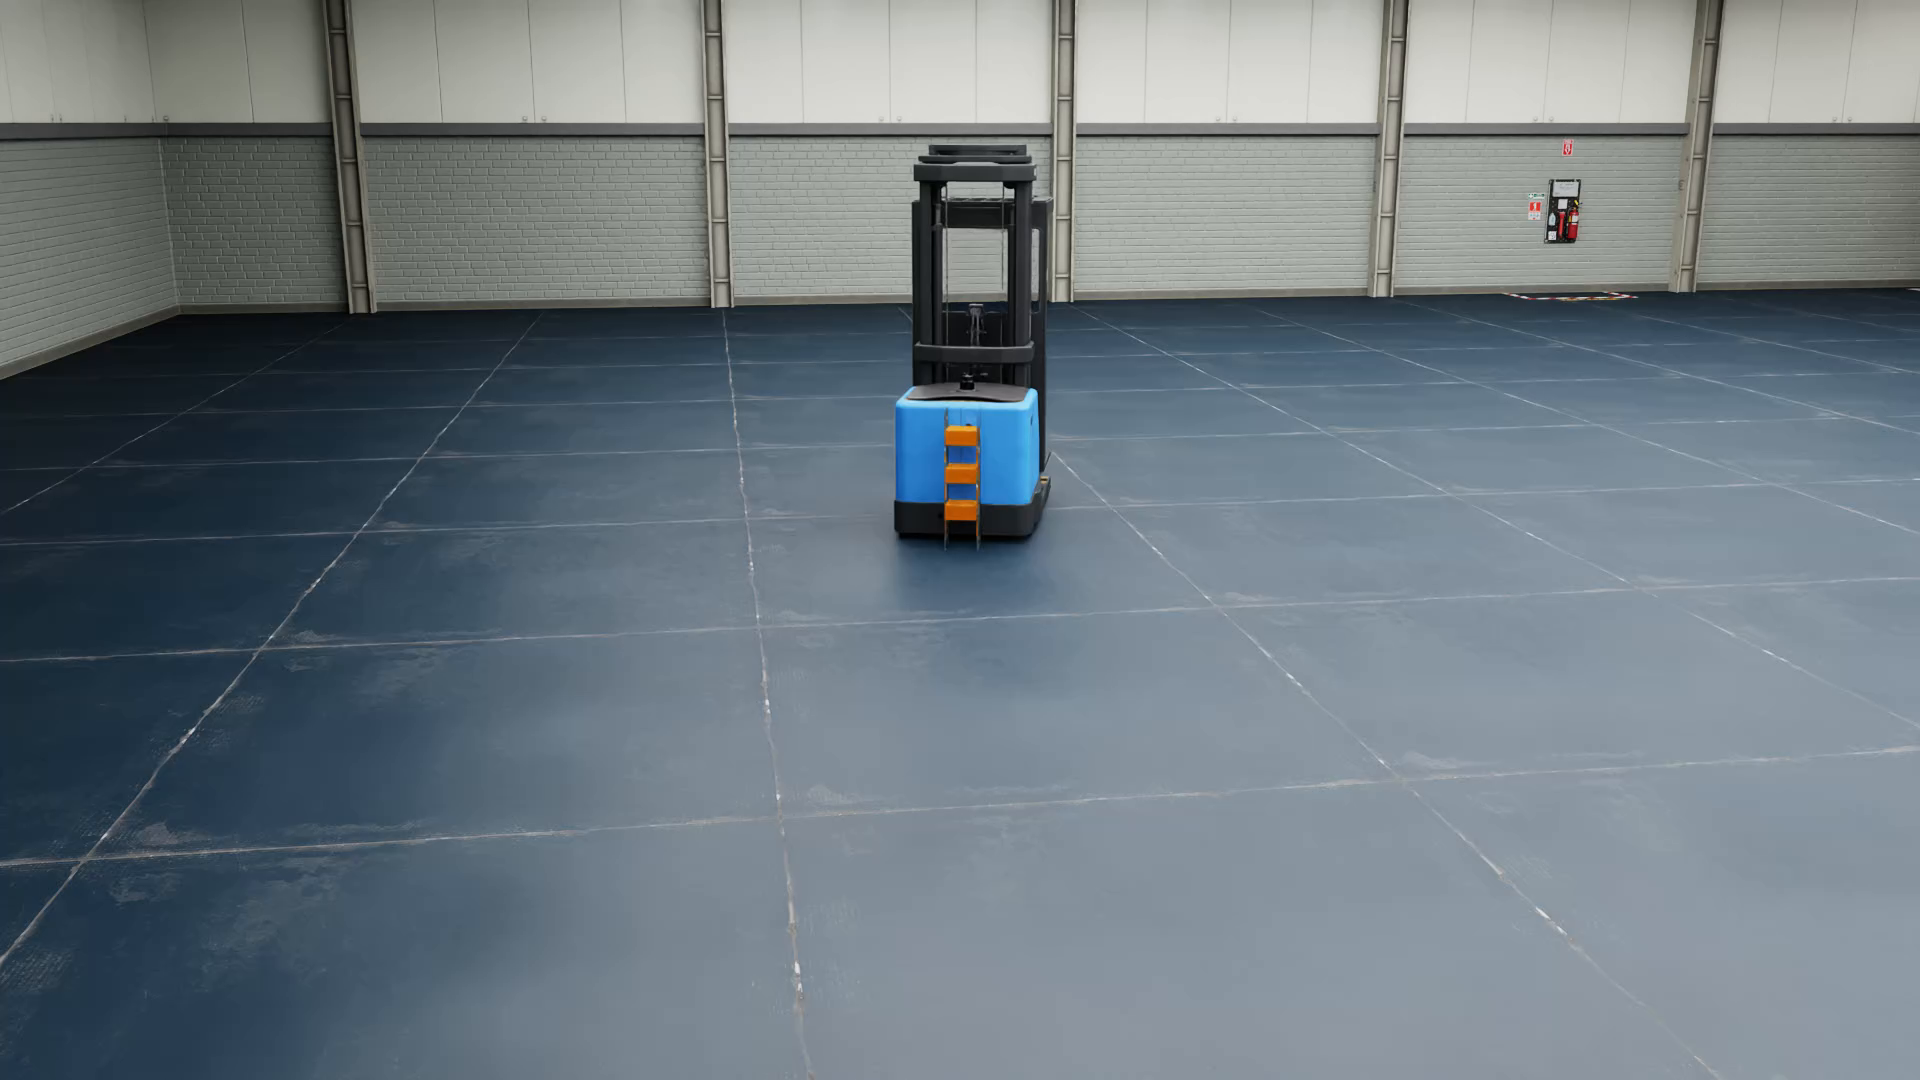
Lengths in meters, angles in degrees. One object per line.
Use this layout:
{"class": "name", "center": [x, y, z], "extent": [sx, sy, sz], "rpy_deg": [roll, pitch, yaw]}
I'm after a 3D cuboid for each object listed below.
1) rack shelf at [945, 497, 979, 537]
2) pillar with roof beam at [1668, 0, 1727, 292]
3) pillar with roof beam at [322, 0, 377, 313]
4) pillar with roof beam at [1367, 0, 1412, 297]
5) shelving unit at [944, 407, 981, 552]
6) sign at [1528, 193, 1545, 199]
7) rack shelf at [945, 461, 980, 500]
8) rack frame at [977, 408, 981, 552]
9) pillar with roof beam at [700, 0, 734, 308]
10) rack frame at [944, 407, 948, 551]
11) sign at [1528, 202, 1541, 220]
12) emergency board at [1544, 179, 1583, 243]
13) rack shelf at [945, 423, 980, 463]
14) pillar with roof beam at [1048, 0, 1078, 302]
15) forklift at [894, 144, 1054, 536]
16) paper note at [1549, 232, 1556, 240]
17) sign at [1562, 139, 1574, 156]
{"class": "rack shelf", "center": [0.019, -0.171, 12.430], "extent": [0.240, 0.259, 0.215], "rpy_deg": [1, 14, 6]}
{"class": "pillar with roof beam", "center": [14.313, -8.042, 26.288], "extent": [0.400, 9.000, 9.100], "rpy_deg": [-2, 14, -8]}
{"class": "pillar with roof beam", "center": [-9.419, -7.172, 22.820], "extent": [0.400, 9.000, 9.100], "rpy_deg": [-2, 14, -8]}
{"class": "pillar with roof beam", "center": [8.380, -7.824, 25.421], "extent": [0.400, 9.000, 9.100], "rpy_deg": [-2, 14, -8]}
{"class": "shelving unit", "center": [0.019, -0.450, 12.359], "extent": [0.252, 1.050, 0.215], "rpy_deg": [1, 14, 6]}
{"class": "sign", "center": [10.666, -6.364, 30.769], "extent": [0.331, 0.109, 0.001], "rpy_deg": [-2, 14, -8]}
{"class": "rack shelf", "center": [0.019, -0.440, 12.362], "extent": [0.240, 0.259, 0.215], "rpy_deg": [1, 14, 6]}
{"class": "rack frame", "center": [0.141, -0.447, 12.347], "extent": [0.008, 1.050, 0.200], "rpy_deg": [1, 14, 6]}
{"class": "pillar with roof beam", "center": [-3.486, -7.389, 23.687], "extent": [0.400, 9.000, 9.100], "rpy_deg": [-2, 14, -8]}
{"class": "rack frame", "center": [-0.102, -0.454, 12.372], "extent": [0.008, 1.050, 0.200], "rpy_deg": [1, 14, 6]}
{"class": "sign", "center": [10.660, -6.109, 30.841], "extent": [0.234, 0.329, 0.001], "rpy_deg": [-2, 14, -8]}
{"class": "emergency board", "center": [11.222, -6.087, 30.826], "extent": [0.643, 1.169, 0.194], "rpy_deg": [-2, 14, -8]}
{"class": "rack shelf", "center": [0.019, -0.715, 12.293], "extent": [0.240, 0.259, 0.215], "rpy_deg": [1, 14, 6]}
{"class": "pillar with roof beam", "center": [2.447, -7.607, 24.554], "extent": [0.400, 9.000, 9.100], "rpy_deg": [-2, 14, -8]}
{"class": "forklift", "center": [0.188, -1.758, 13.708], "extent": [1.130, 2.935, 3.031], "rpy_deg": [2, 14, 7]}
{"class": "paper note", "center": [11.037, -5.670, 30.974], "extent": [0.142, 0.148, 0.016], "rpy_deg": [-2, 14, -8]}
{"class": "sign", "center": [11.199, -7.235, 30.639], "extent": [0.199, 0.298, 0.001], "rpy_deg": [-2, 14, -8]}
